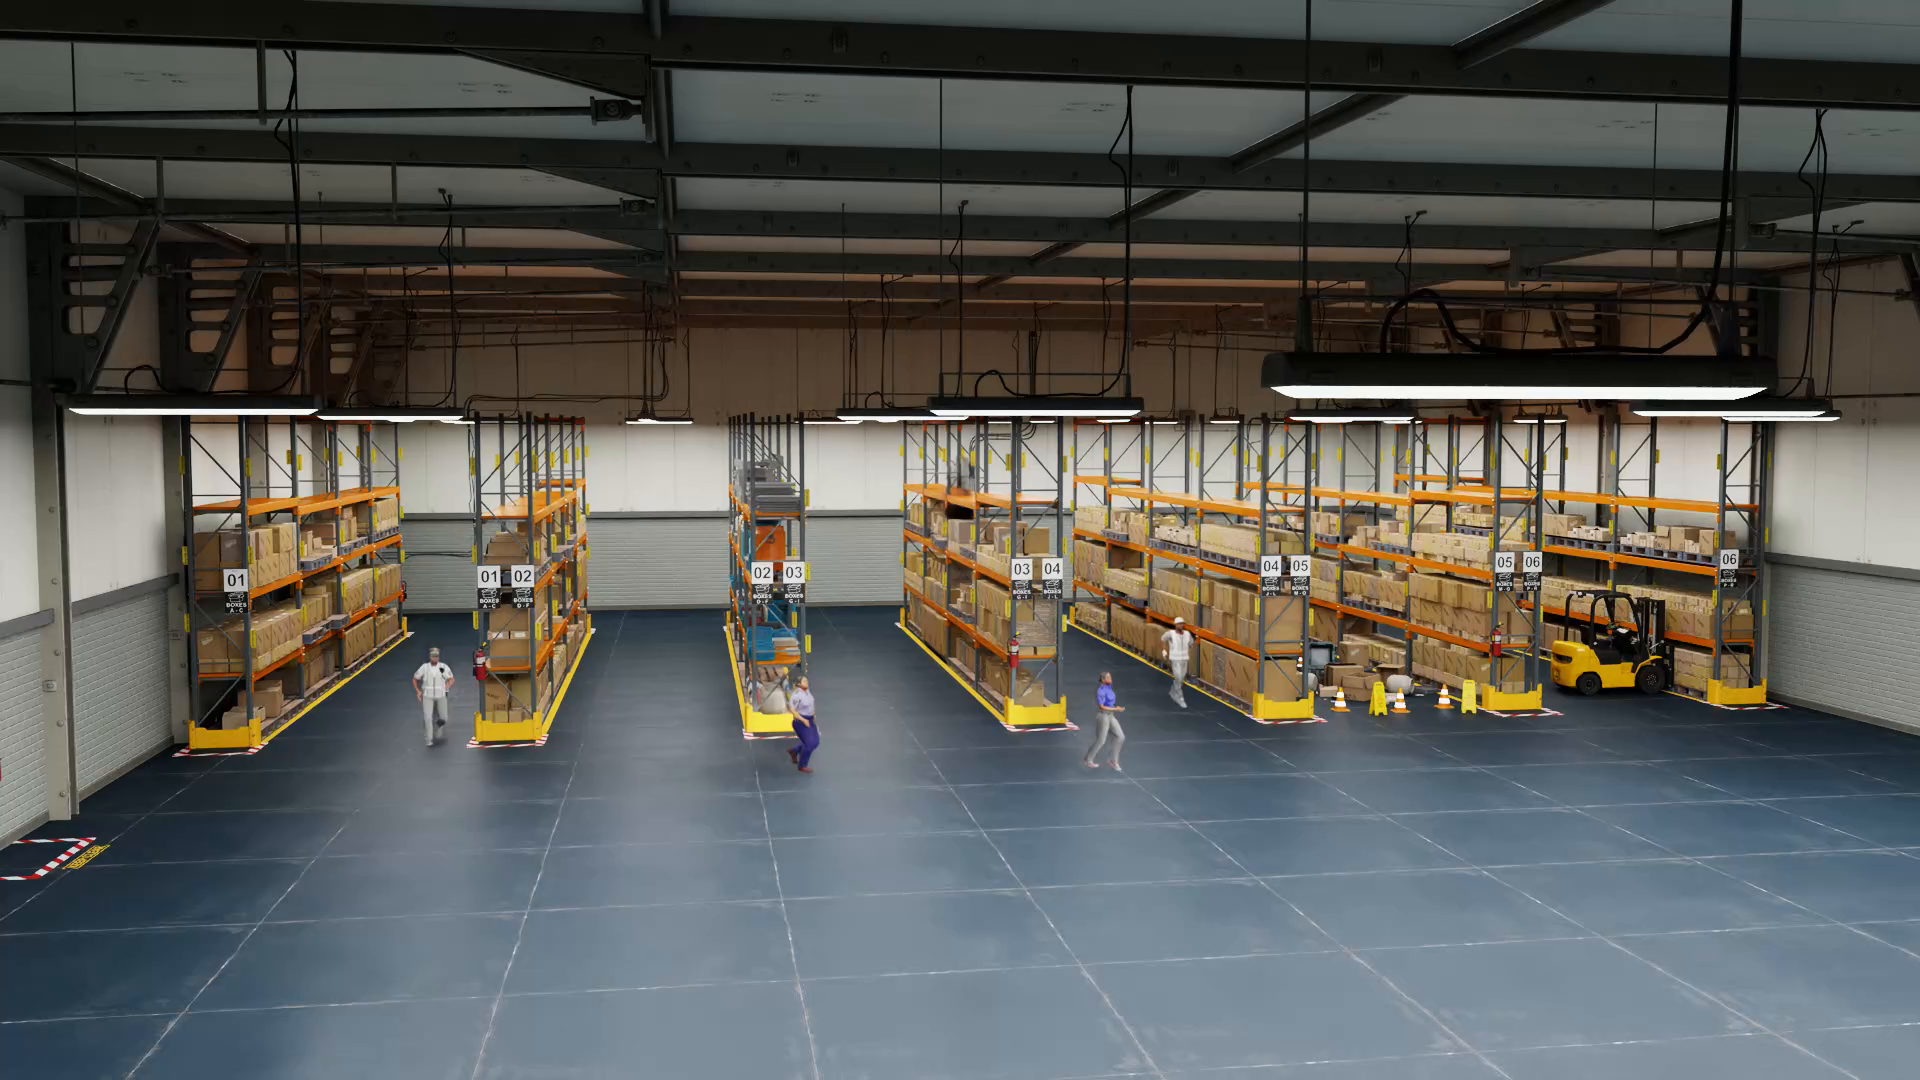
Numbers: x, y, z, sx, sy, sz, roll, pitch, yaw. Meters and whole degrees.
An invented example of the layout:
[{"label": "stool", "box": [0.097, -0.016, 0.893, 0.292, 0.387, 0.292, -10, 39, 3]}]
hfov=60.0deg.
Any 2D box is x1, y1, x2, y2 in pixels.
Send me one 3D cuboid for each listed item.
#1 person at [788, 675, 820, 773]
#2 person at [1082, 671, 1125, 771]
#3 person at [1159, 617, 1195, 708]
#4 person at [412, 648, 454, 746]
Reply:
[{"label": "person", "box": [-2.617, 3.061, 27.645, 0.501, 1.596, 0.603, 1, 4, 20]}, {"label": "person", "box": [2.406, 3.033, 27.718, 0.726, 1.693, 0.576, 2, 4, 26]}, {"label": "person", "box": [4.500, 2.488, 34.185, 0.671, 1.818, 0.897, -2, 4, -23]}, {"label": "person", "box": [-9.518, 2.813, 30.055, 0.724, 1.741, 0.737, -1, 4, -20]}]
